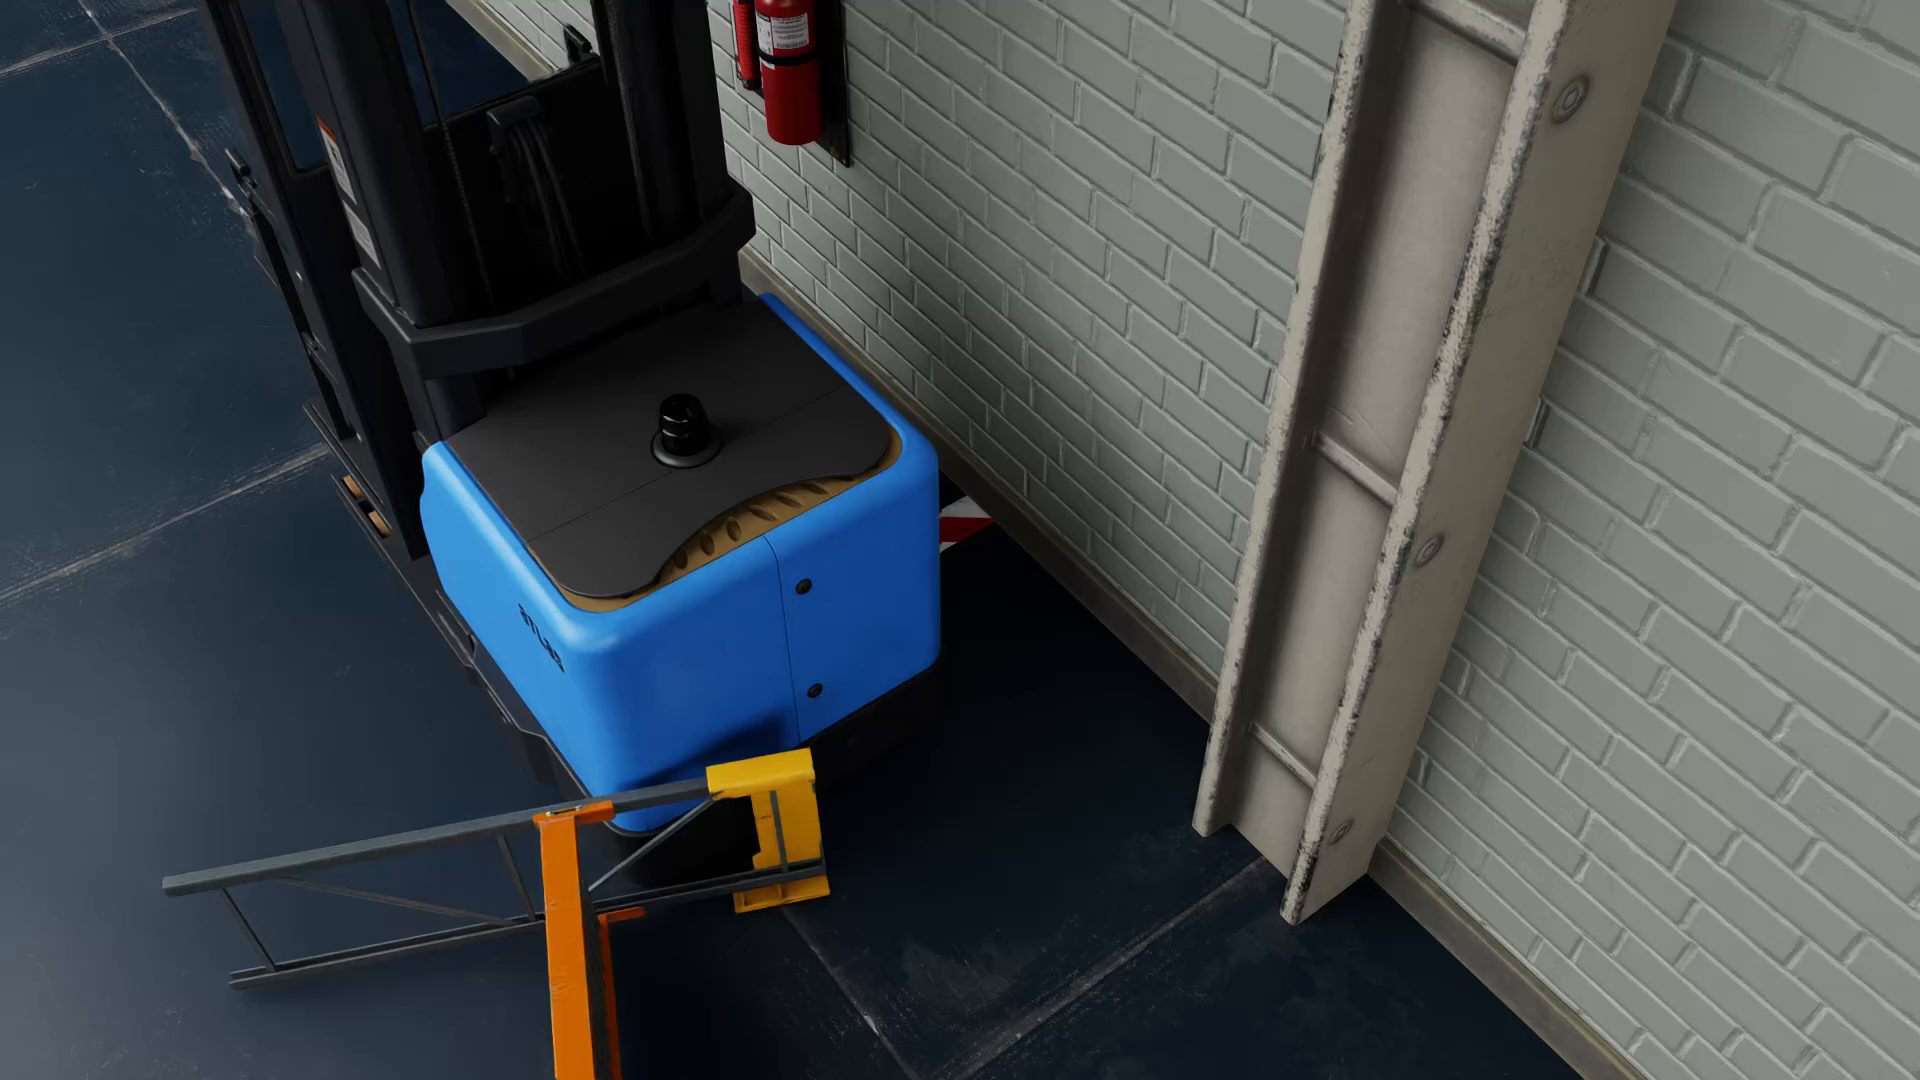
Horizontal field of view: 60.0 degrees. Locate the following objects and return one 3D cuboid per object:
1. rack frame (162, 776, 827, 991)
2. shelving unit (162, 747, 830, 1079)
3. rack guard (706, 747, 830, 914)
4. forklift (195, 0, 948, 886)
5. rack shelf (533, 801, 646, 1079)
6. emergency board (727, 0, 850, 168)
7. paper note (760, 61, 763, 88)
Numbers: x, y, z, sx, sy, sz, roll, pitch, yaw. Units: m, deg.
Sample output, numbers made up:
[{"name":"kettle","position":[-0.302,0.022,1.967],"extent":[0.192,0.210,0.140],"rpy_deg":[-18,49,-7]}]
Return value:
[{"name":"rack frame","position":[-1.087,0.826,4.089],"extent":[1.500,0.500,0.032],"rpy_deg":[-10,49,-8]},{"name":"shelving unit","position":[-0.975,1.200,3.749],"extent":[1.500,0.587,1.083],"rpy_deg":[-10,49,-8]},{"name":"rack guard","position":[-0.473,0.736,4.163],"extent":[0.250,0.587,0.087],"rpy_deg":[-10,49,-8]},{"name":"forklift","position":[-1.324,-1.130,4.296],"extent":[1.130,2.935,3.031],"rpy_deg":[-29,54,-24]},{"name":"rack shelf","position":[-0.801,1.164,3.780],"extent":[0.185,0.538,1.000],"rpy_deg":[-10,49,-8]},{"name":"emergency board","position":[-0.594,-1.658,4.729],"extent":[0.194,1.169,0.643],"rpy_deg":[-29,54,-24]},{"name":"paper note","position":[-0.646,-1.498,5.178],"extent":[0.016,0.148,0.142],"rpy_deg":[-29,54,-24]}]
